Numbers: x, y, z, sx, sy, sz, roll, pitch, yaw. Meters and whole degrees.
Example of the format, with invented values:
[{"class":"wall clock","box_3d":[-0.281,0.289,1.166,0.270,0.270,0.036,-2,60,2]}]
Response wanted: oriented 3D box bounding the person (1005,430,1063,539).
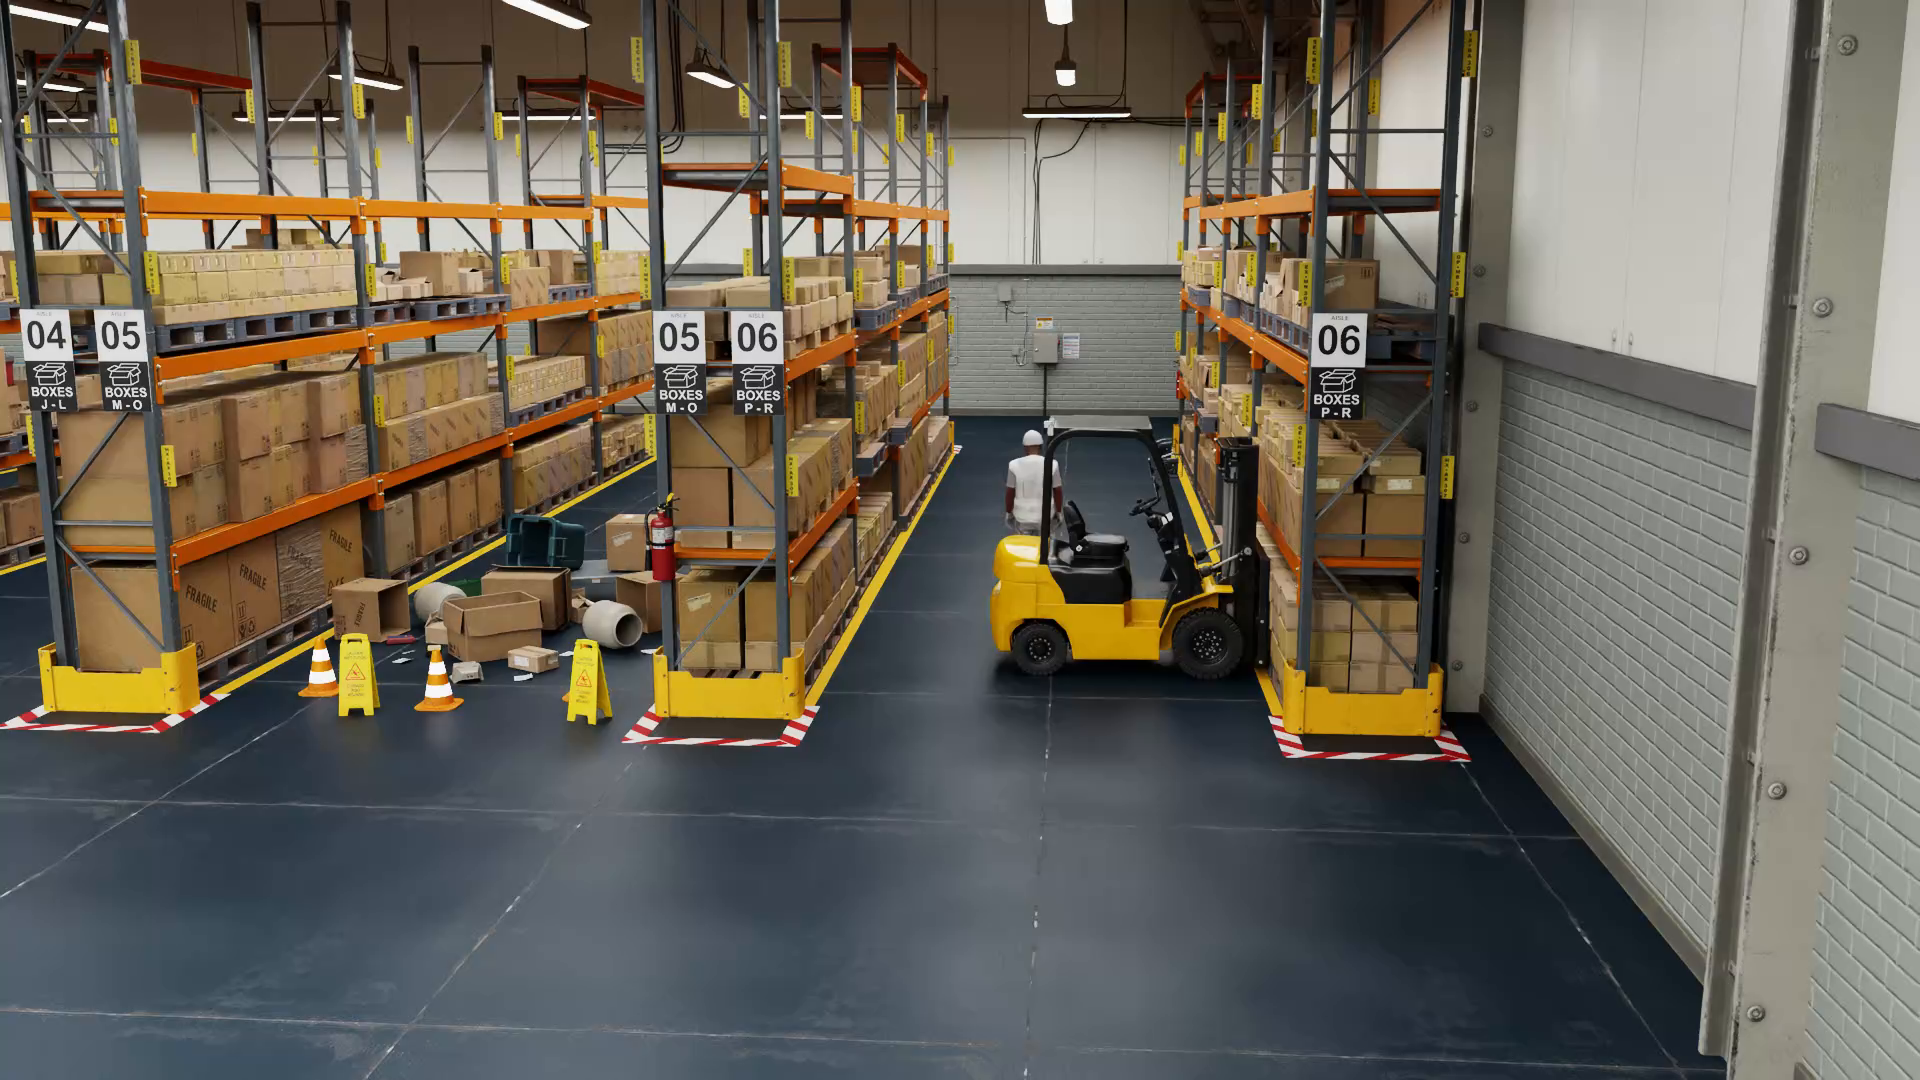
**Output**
[{"class":"person","box_3d":[0.763,-0.241,17.179,0.598,1.774,0.442,0,11,2]}]
